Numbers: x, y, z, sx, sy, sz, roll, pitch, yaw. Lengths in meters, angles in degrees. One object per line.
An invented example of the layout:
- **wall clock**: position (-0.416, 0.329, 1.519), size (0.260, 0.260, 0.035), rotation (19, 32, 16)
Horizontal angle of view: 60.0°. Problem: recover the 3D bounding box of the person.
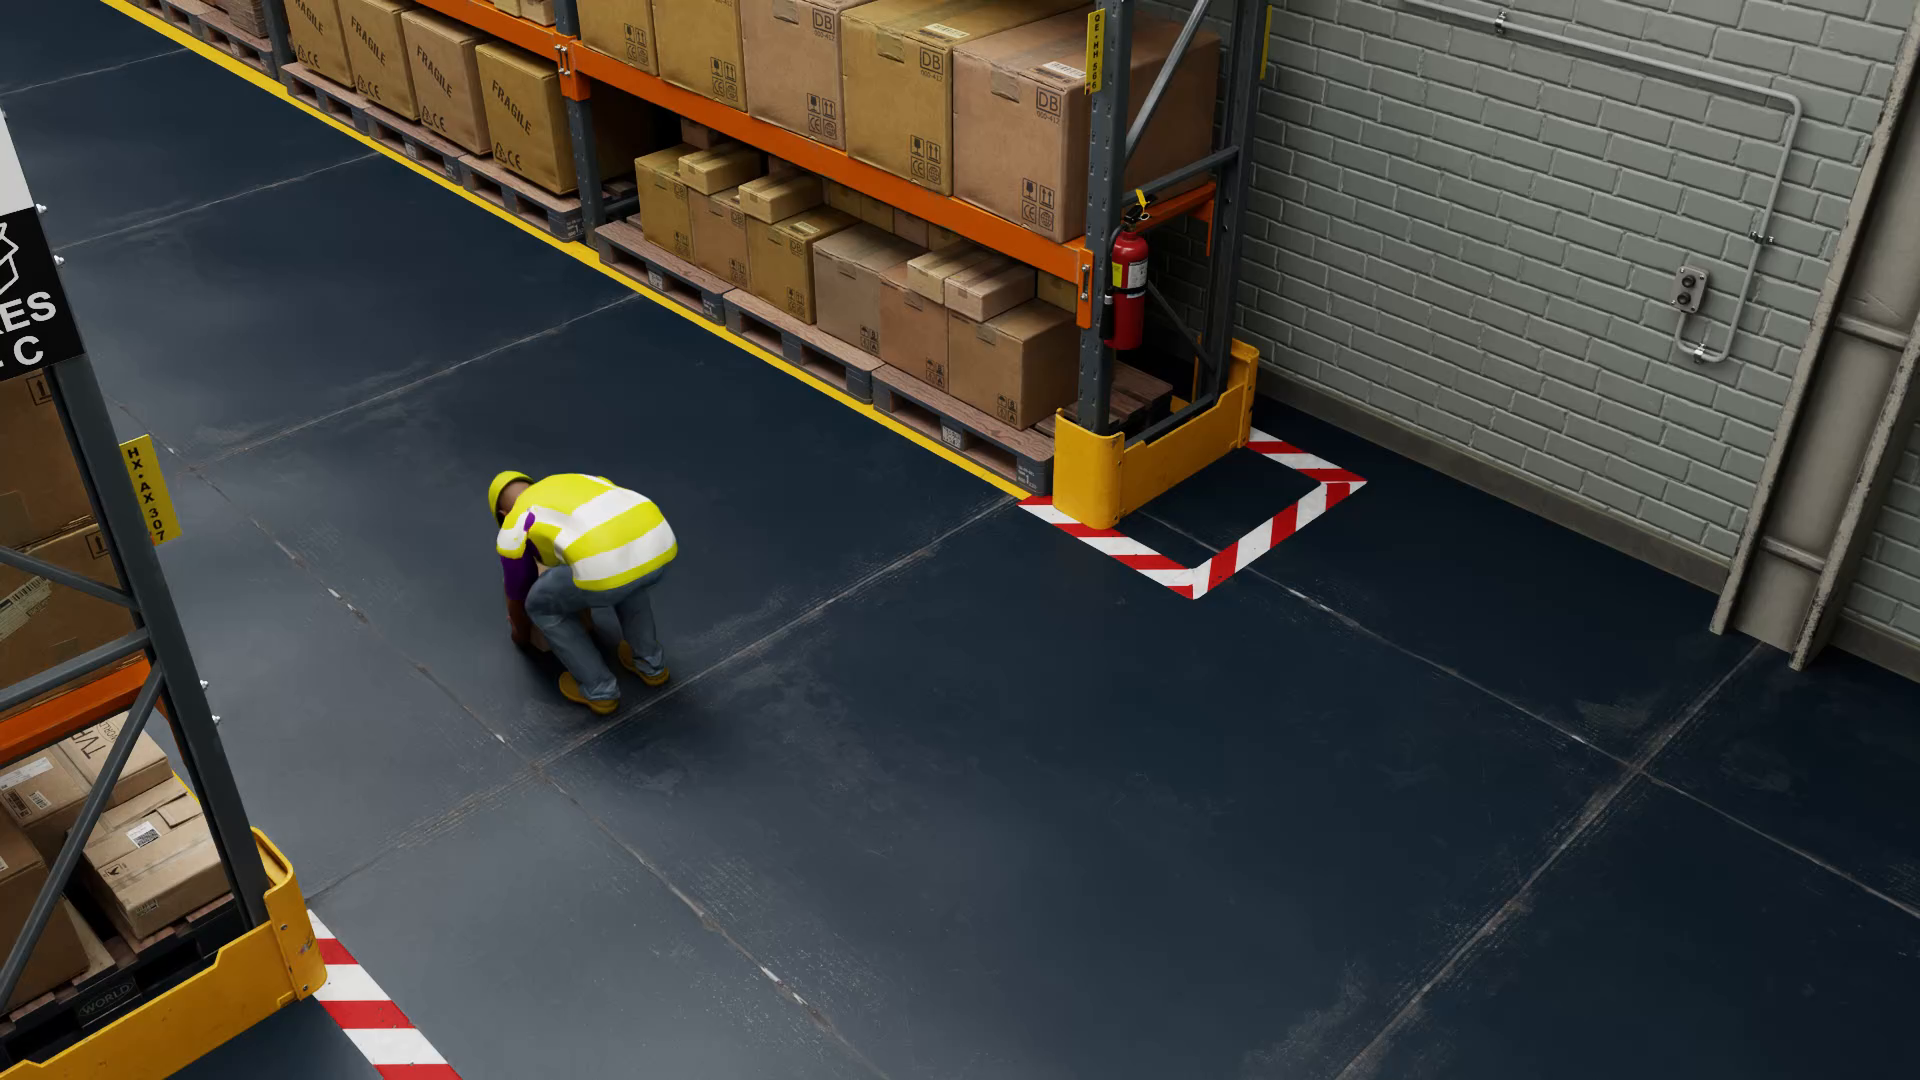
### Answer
- **person**: position (-1.533, 0.143, 6.649), size (0.975, 0.925, 0.503), rotation (28, 44, 33)
